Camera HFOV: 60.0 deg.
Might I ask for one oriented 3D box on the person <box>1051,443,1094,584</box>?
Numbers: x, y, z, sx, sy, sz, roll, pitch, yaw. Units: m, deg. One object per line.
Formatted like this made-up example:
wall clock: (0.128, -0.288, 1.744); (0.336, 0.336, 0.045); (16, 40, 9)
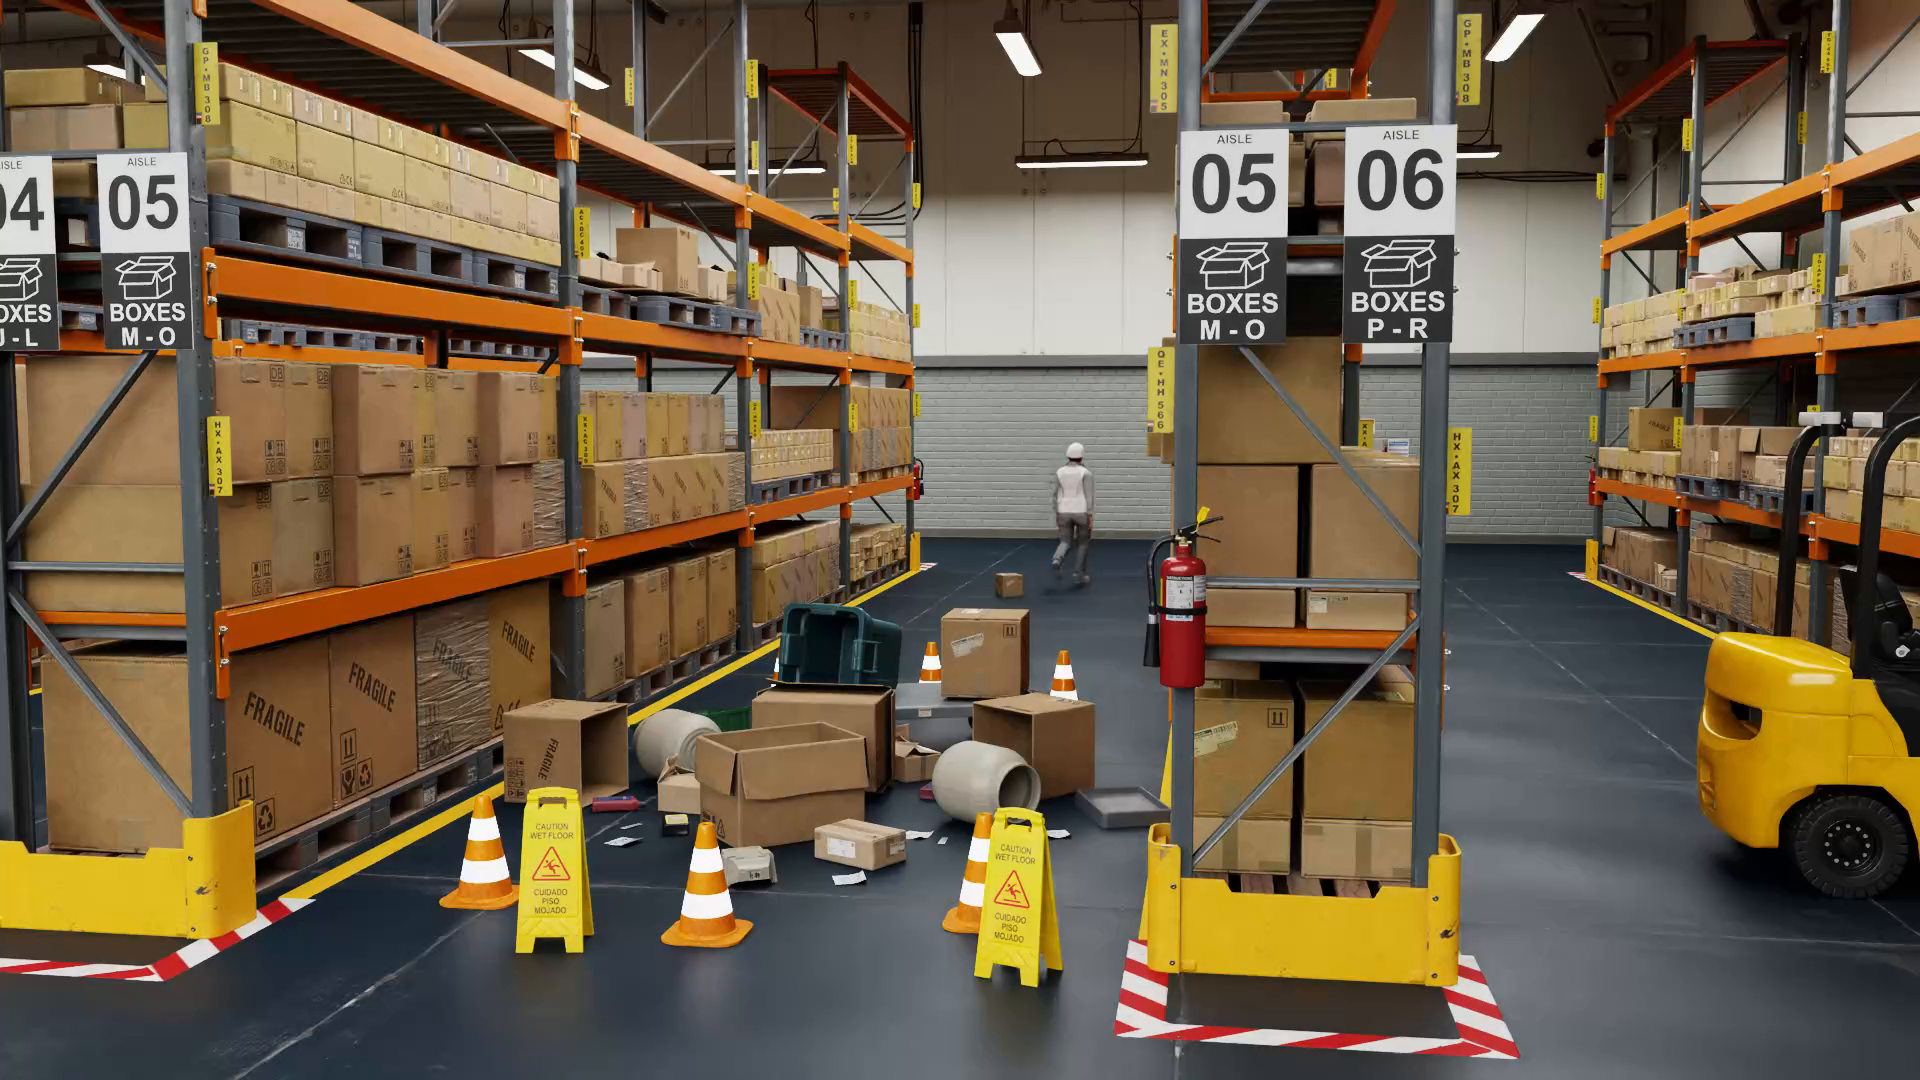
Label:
person: (1.385, -0.325, 20.520); (0.544, 1.754, 0.734); (2, 5, 26)
